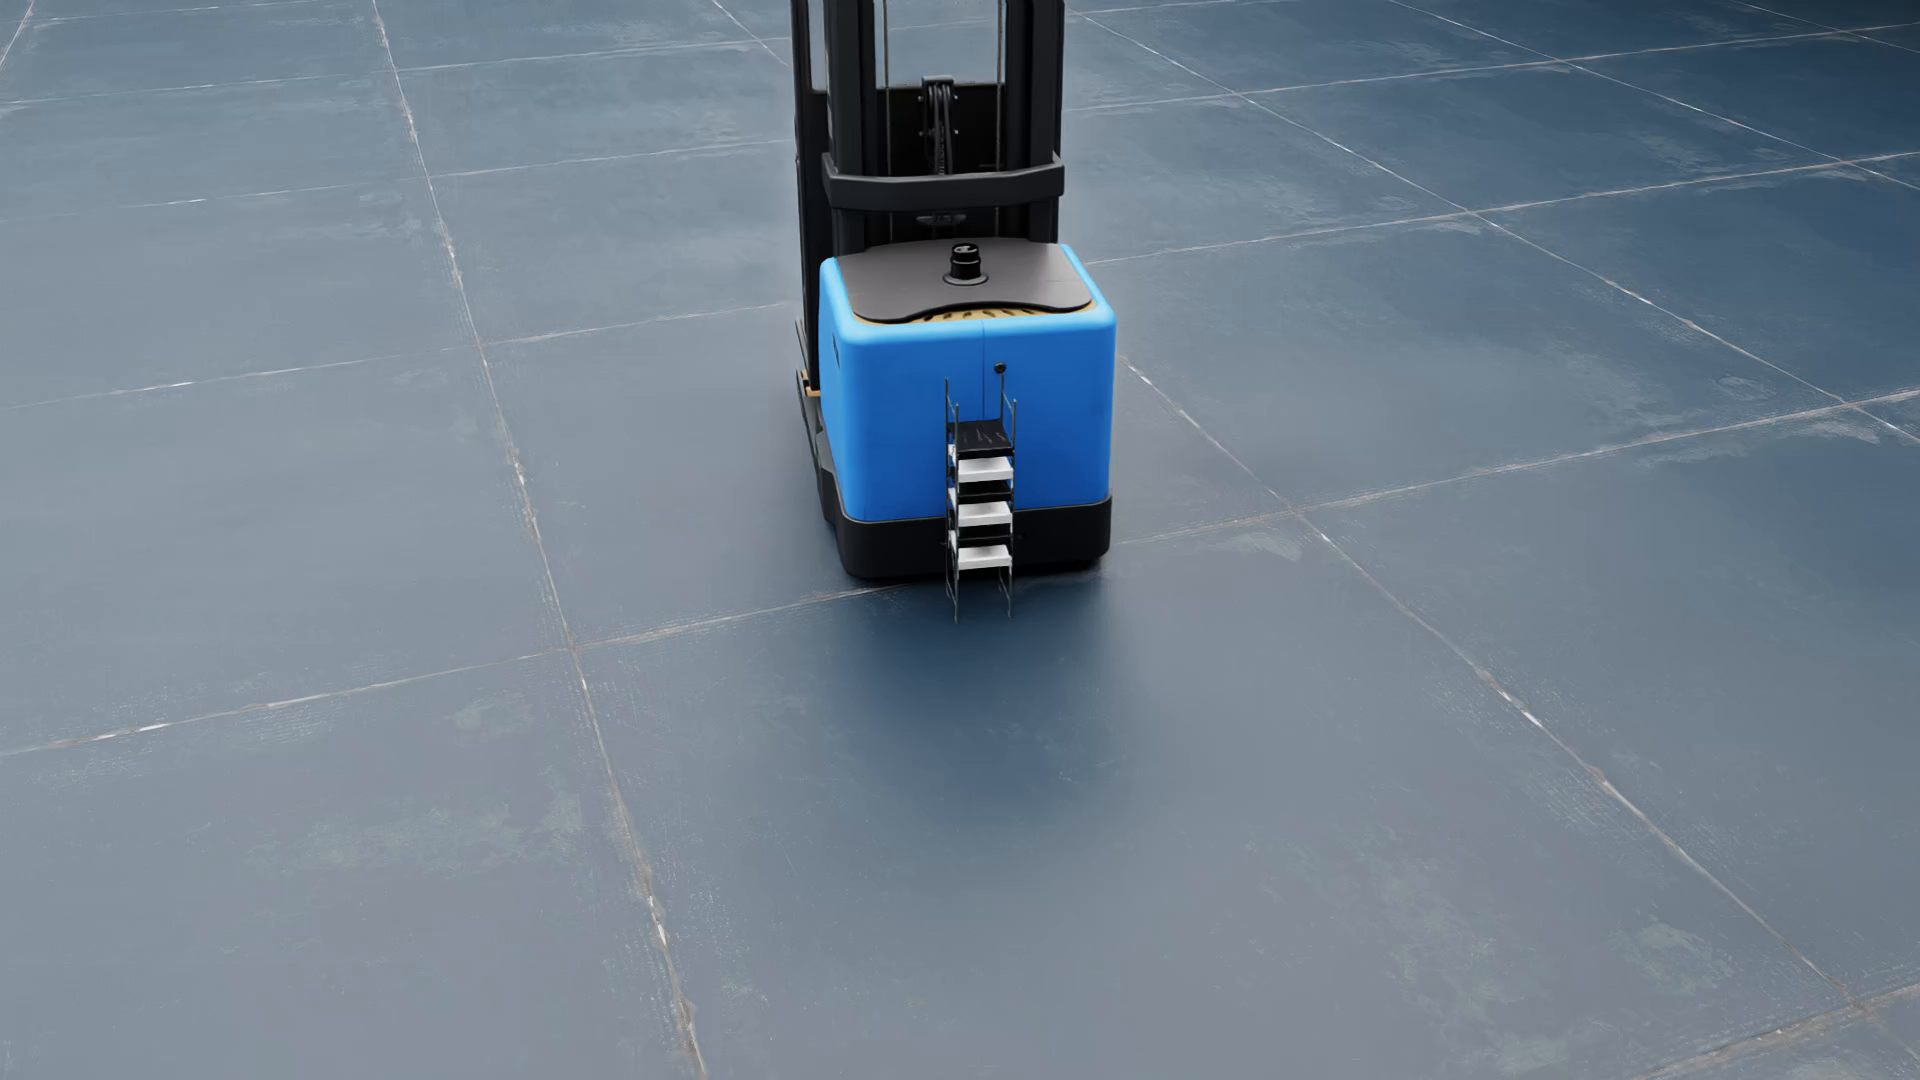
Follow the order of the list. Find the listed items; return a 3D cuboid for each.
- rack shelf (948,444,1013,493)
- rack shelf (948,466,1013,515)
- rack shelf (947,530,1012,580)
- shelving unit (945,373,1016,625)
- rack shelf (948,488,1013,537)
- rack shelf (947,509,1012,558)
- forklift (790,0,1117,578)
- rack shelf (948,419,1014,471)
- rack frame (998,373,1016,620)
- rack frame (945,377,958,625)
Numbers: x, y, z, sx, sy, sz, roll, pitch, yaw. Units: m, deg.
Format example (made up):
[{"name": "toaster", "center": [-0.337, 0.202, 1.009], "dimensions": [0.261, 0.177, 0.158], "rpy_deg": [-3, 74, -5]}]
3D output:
[{"name": "rack shelf", "center": [0.070, -0.269, 6.016], "dimensions": [0.200, 0.077, 0.258], "rpy_deg": [-5, 30, -8]}, {"name": "rack shelf", "center": [0.070, -0.191, 6.061], "dimensions": [0.200, 0.077, 0.258], "rpy_deg": [-5, 30, -8]}, {"name": "rack shelf", "center": [0.070, 0.043, 6.196], "dimensions": [0.200, 0.077, 0.258], "rpy_deg": [-5, 30, -8]}, {"name": "shelving unit", "center": [0.070, -0.142, 6.089], "dimensions": [0.210, 0.900, 0.258], "rpy_deg": [-5, 30, -8]}, {"name": "rack shelf", "center": [0.070, -0.113, 6.106], "dimensions": [0.200, 0.077, 0.258], "rpy_deg": [-5, 30, -8]}, {"name": "rack shelf", "center": [0.070, -0.035, 6.151], "dimensions": [0.200, 0.077, 0.258], "rpy_deg": [-5, 30, -8]}, {"name": "forklift", "center": [-0.168, -1.840, 7.018], "dimensions": [1.130, 2.935, 3.031], "rpy_deg": [-5, 30, -8]}, {"name": "rack shelf", "center": [0.070, -0.347, 5.972], "dimensions": [0.200, 0.077, 0.258], "rpy_deg": [-5, 30, -8]}, {"name": "rack frame", "center": [0.170, -0.151, 6.104], "dimensions": [0.006, 0.900, 0.240], "rpy_deg": [-5, 30, -8]}, {"name": "rack frame", "center": [-0.030, -0.134, 6.075], "dimensions": [0.006, 0.900, 0.240], "rpy_deg": [-5, 30, -8]}]
